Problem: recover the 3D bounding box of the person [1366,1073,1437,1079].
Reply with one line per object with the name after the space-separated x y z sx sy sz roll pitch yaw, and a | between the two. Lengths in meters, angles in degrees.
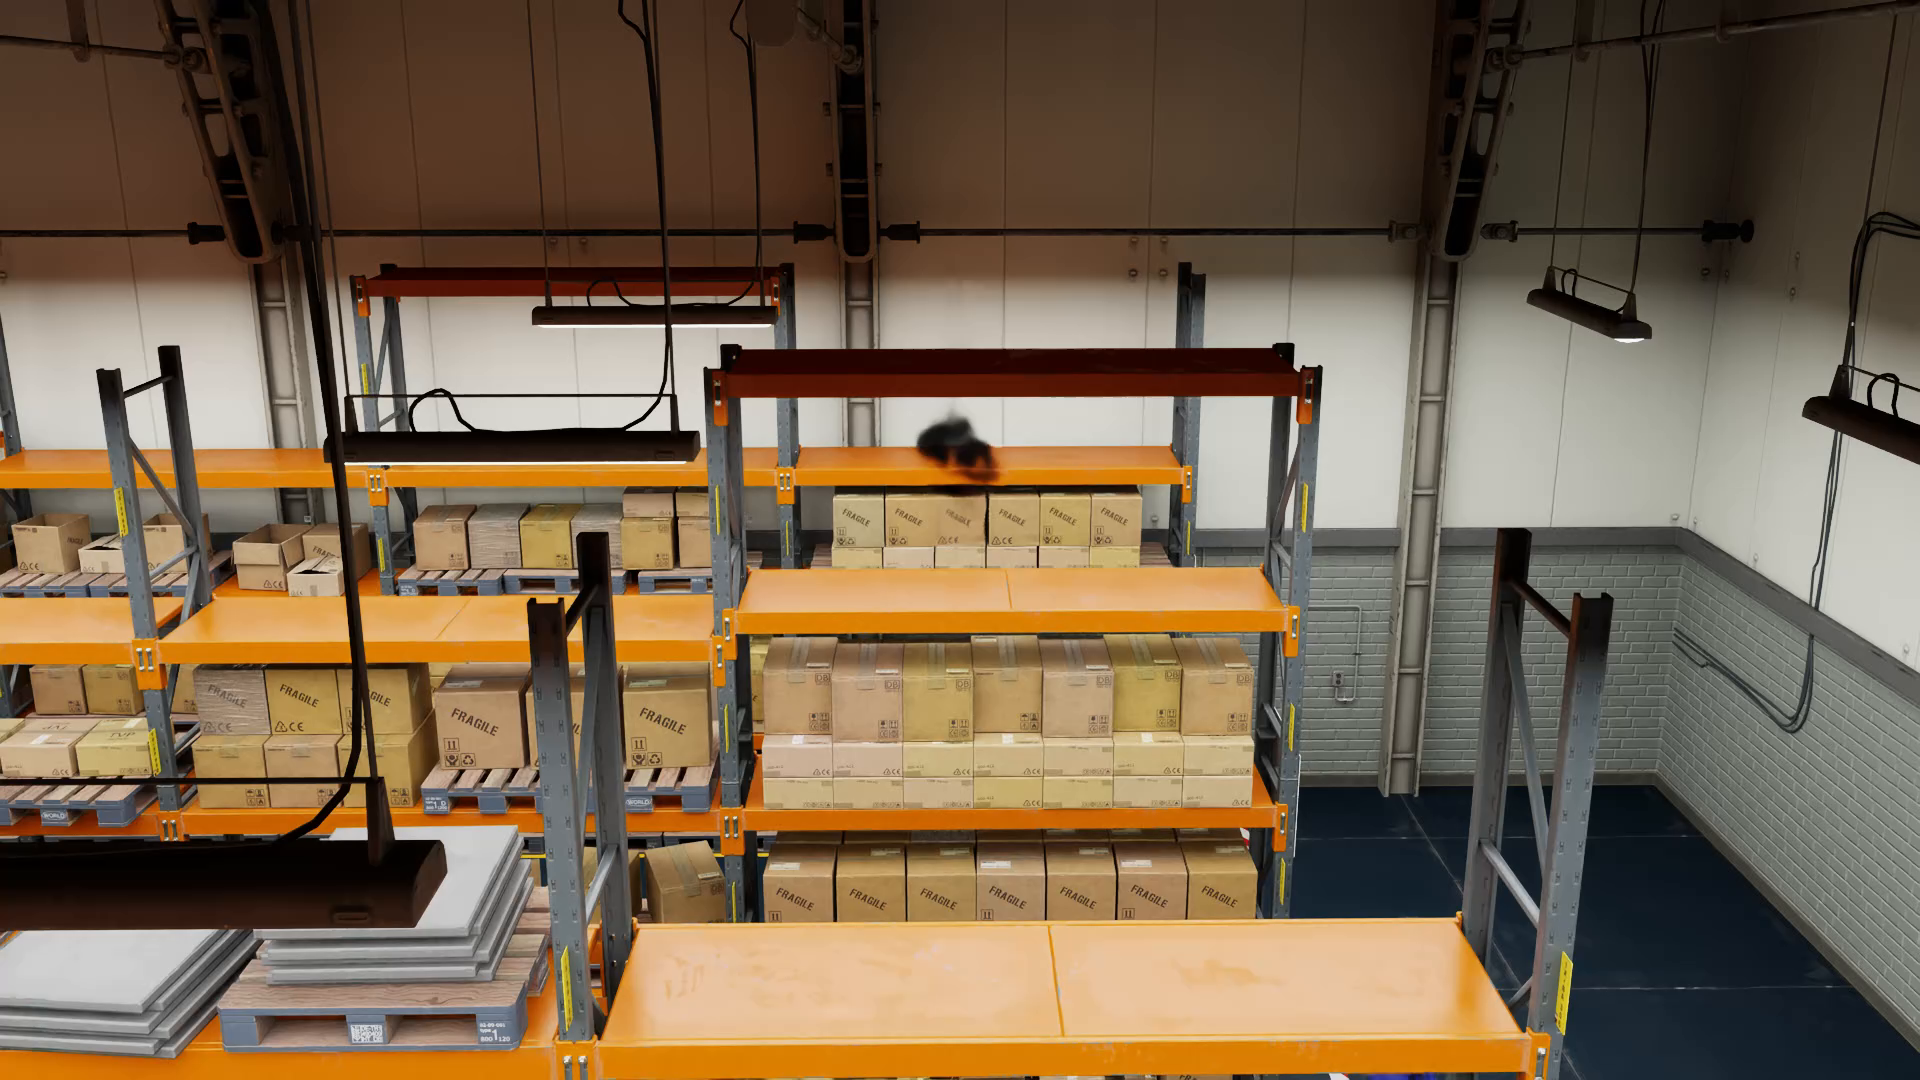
3.118 4.069 11.702 0.685 1.609 0.963 12 20 37 | person
